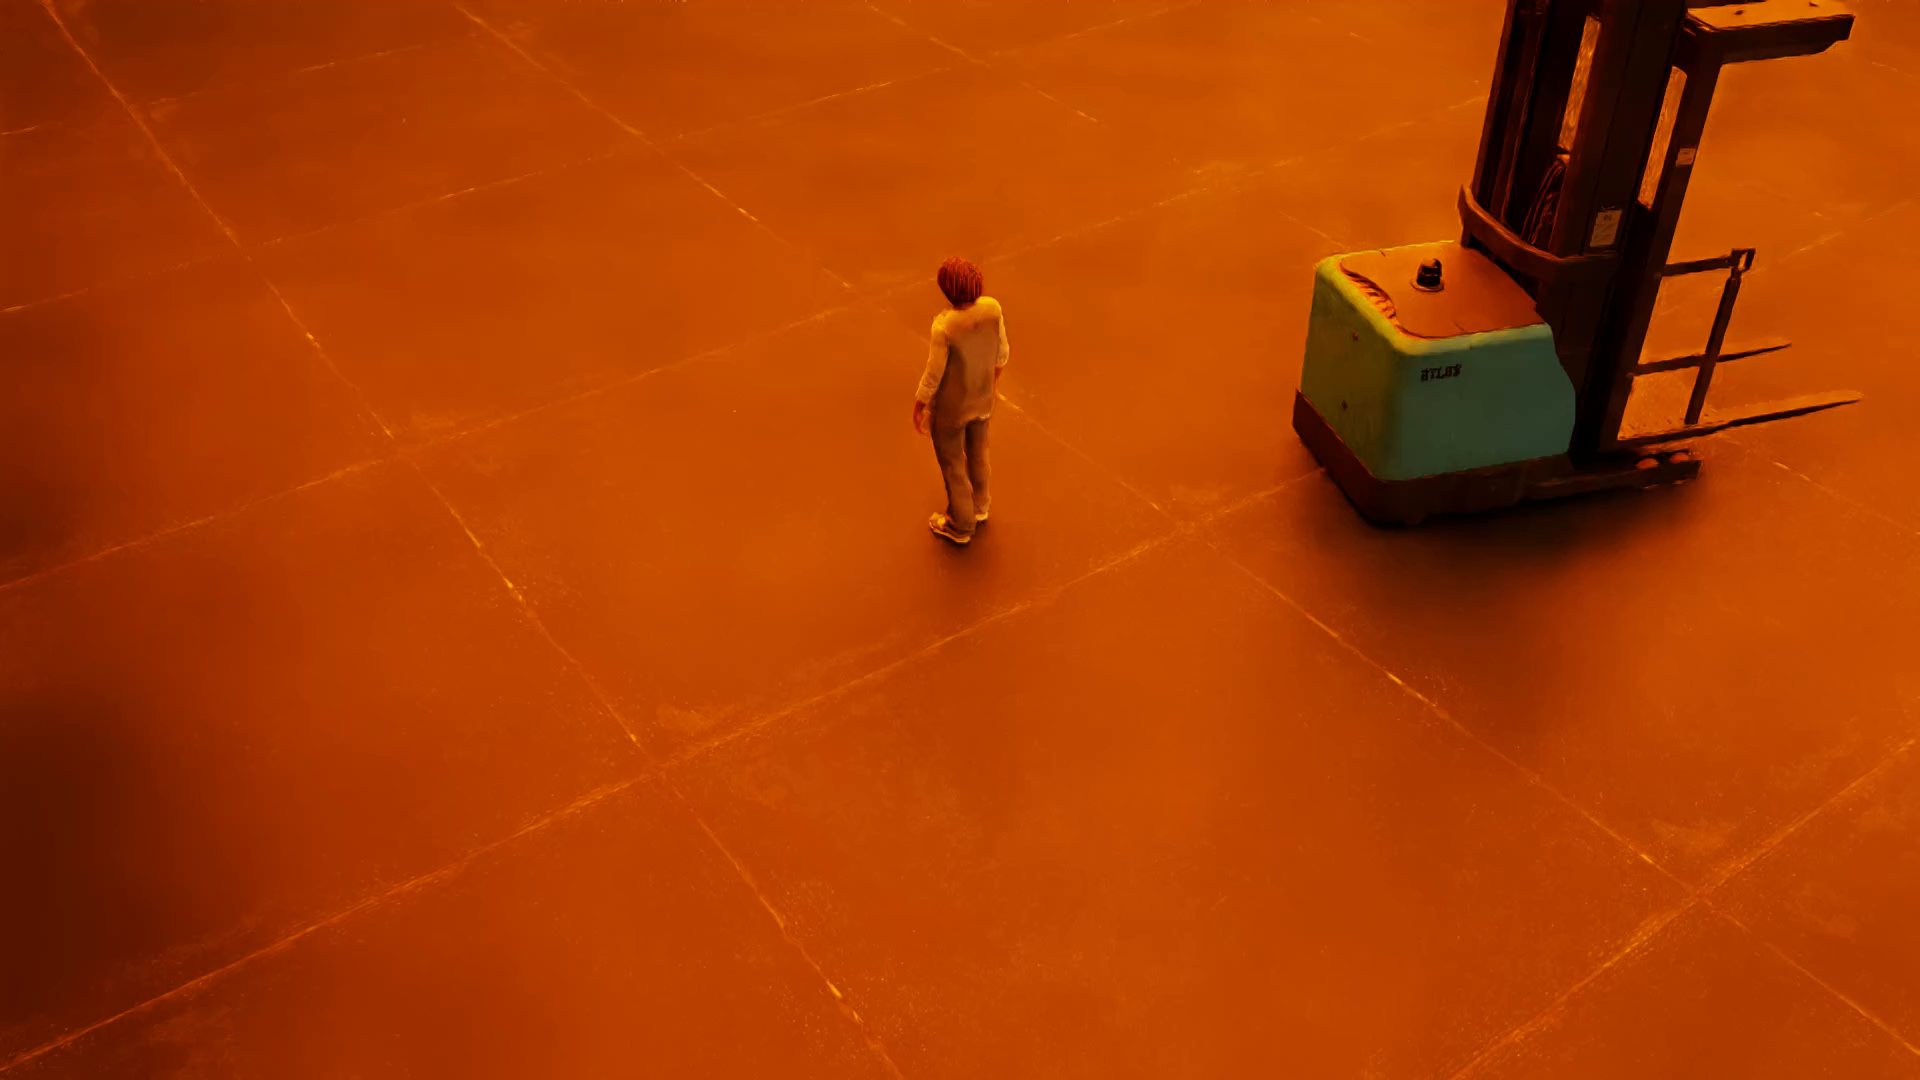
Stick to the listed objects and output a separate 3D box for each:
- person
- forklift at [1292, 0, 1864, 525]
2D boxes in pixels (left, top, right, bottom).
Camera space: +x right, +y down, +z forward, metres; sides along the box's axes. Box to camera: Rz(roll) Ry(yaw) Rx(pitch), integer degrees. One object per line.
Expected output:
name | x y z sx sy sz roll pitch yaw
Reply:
person | -0.032 -0.688 7.986 0.521 1.597 0.474 -23 42 -28
forklift | 3.401 -1.737 8.294 3.031 2.935 1.130 -9 37 -12
